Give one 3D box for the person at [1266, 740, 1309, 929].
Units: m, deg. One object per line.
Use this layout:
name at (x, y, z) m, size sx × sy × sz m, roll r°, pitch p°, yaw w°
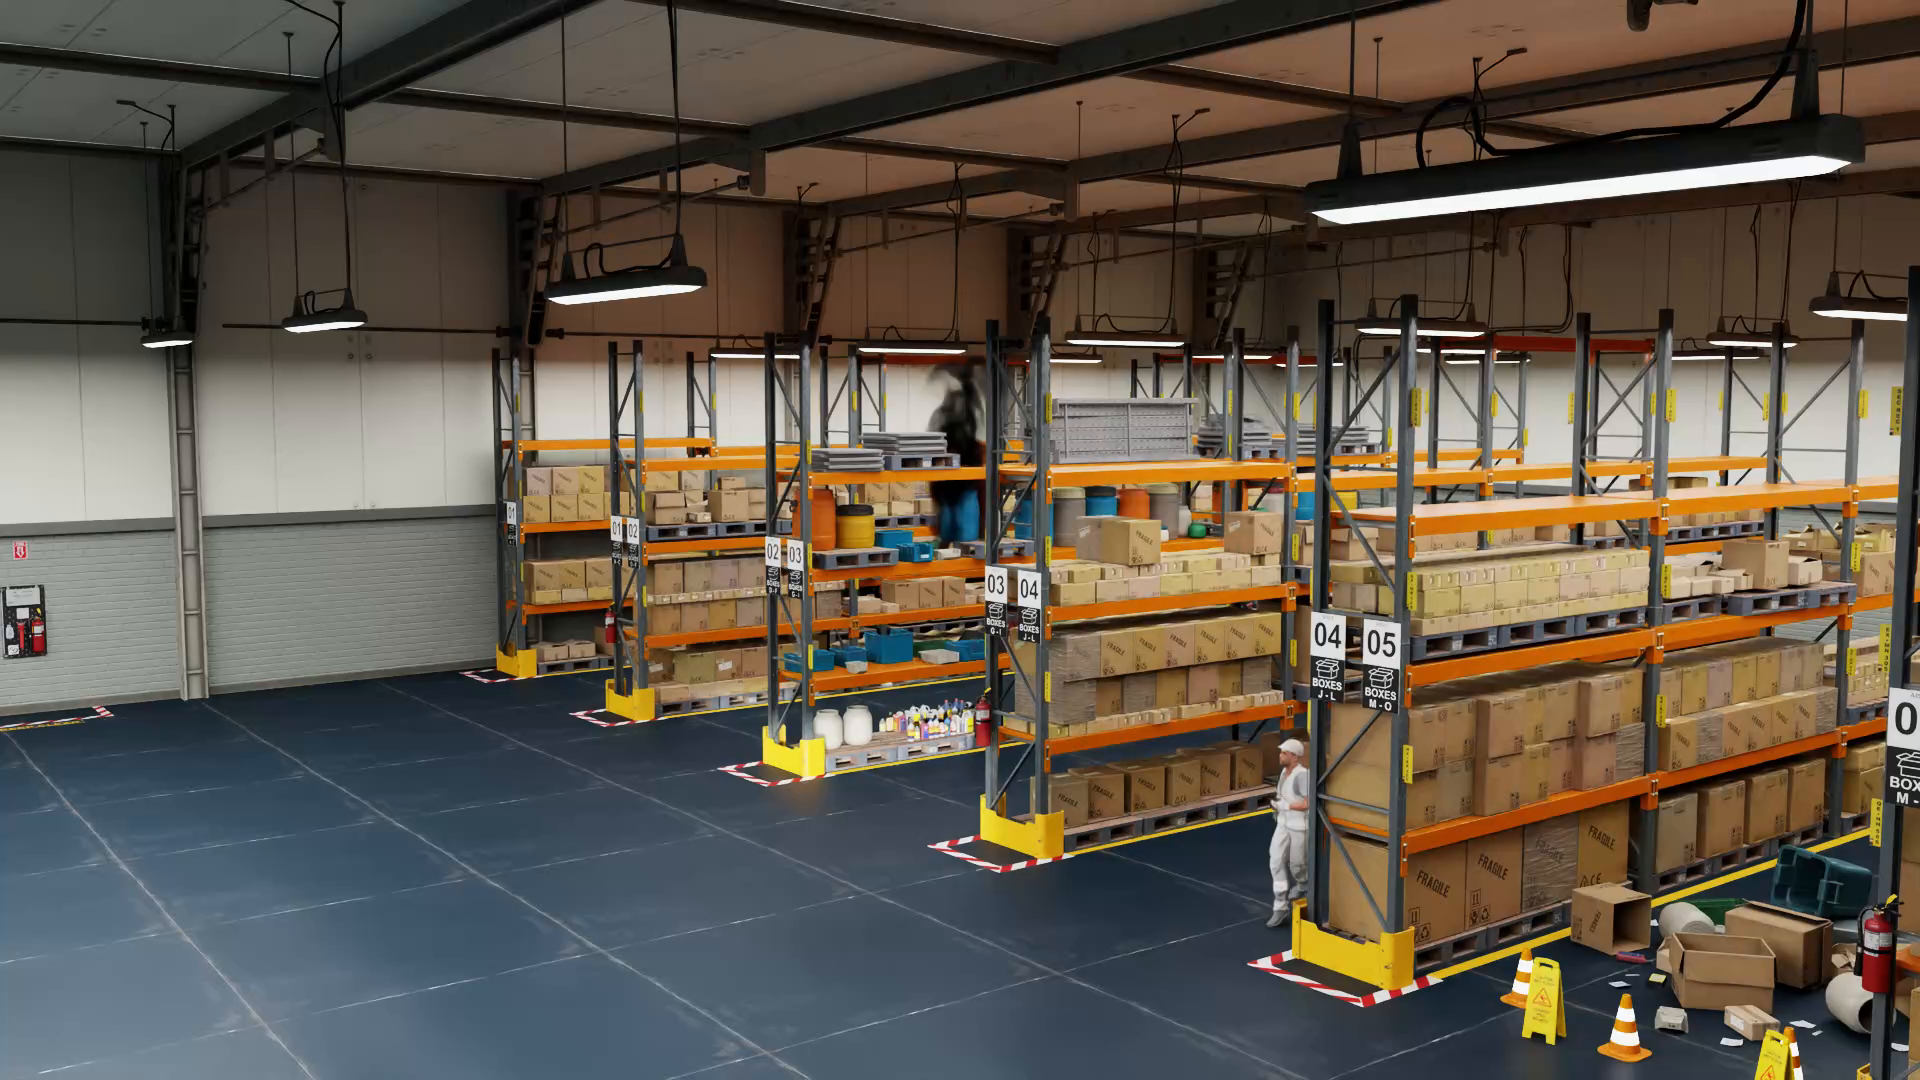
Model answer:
person at (3.216, 2.862, 16.395) m, size 0.798 × 1.793 × 0.766 m, roll -3°, pitch 6°, yaw -34°
